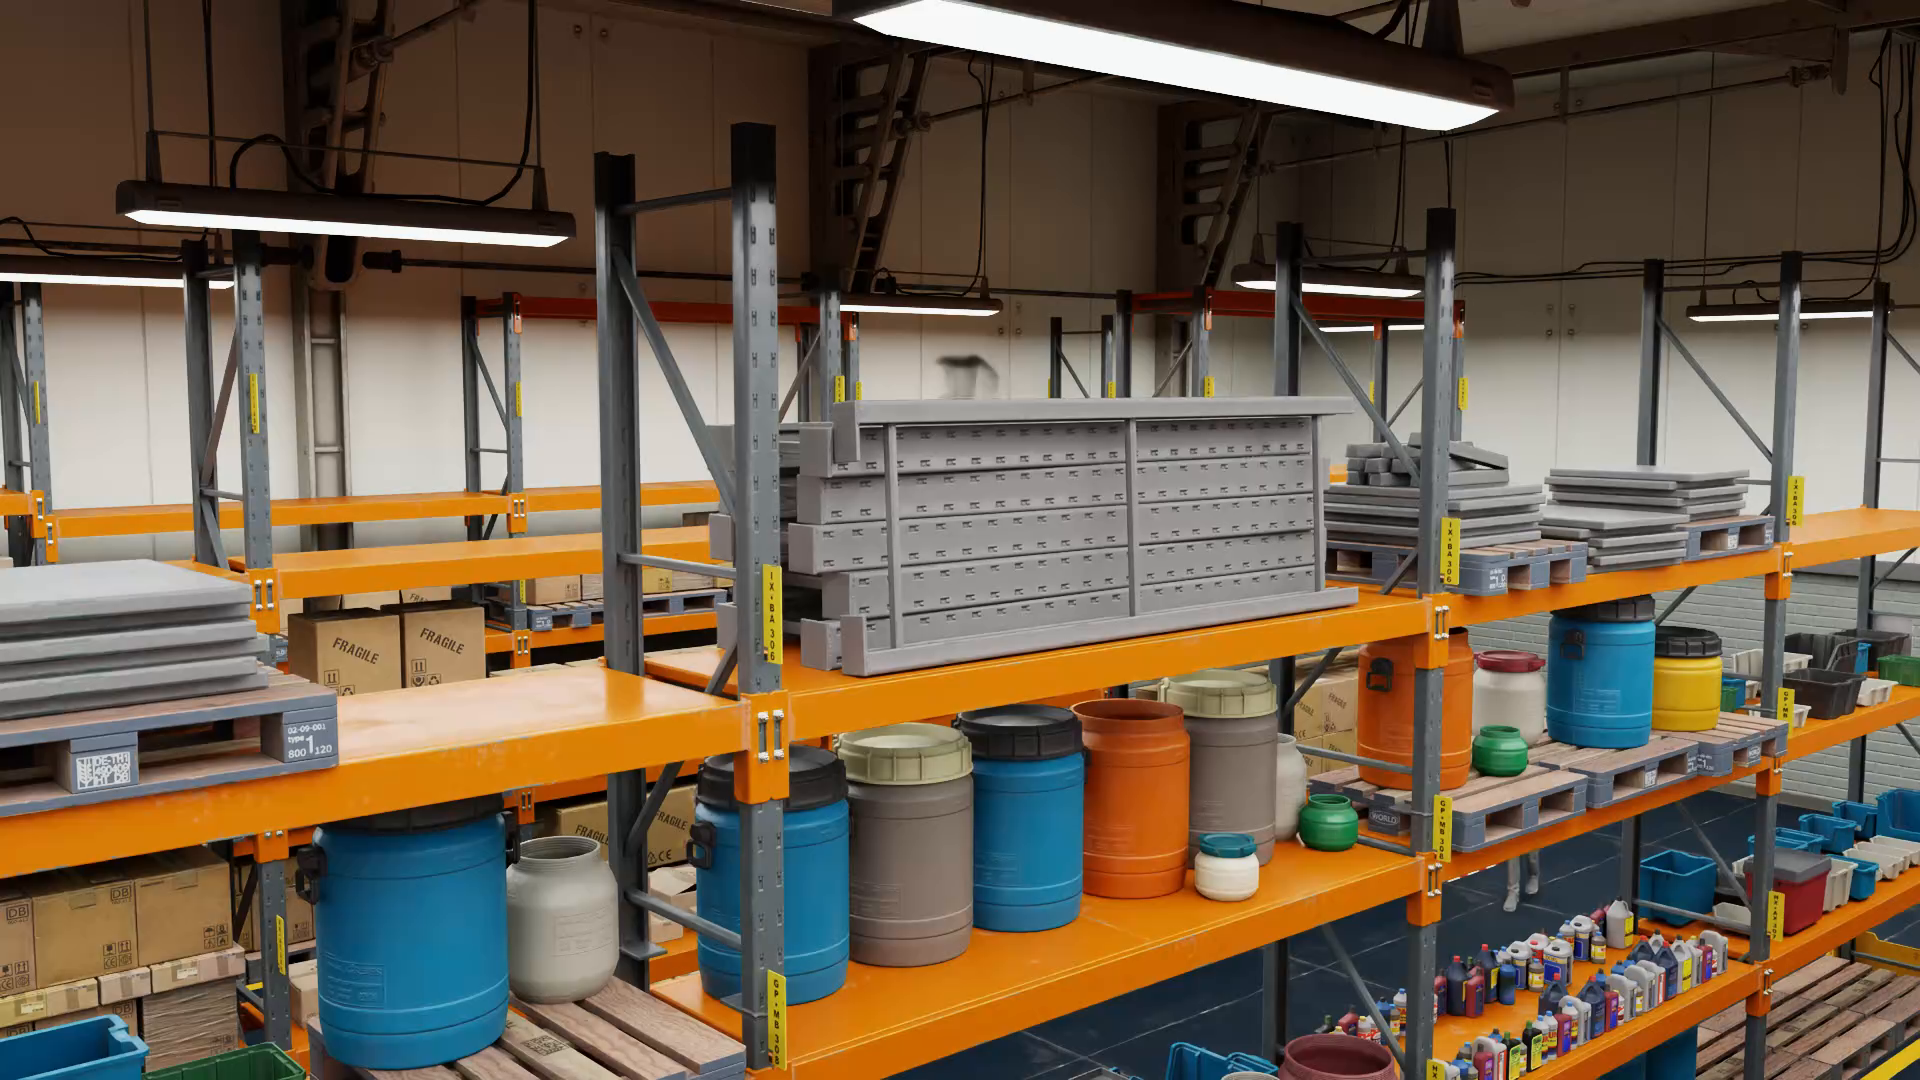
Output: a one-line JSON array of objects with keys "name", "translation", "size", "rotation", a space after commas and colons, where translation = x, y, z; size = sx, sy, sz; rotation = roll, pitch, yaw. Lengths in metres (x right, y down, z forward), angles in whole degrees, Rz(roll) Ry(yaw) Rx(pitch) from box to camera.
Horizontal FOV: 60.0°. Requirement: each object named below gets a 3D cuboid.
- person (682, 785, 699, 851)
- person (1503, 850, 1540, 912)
[{"name": "person", "translation": [-2.022, 2.947, 14.438], "size": [0.927, 1.752, 0.647], "rotation": [-5, 7, -40]}, {"name": "person", "translation": [5.576, 2.746, 16.456], "size": [0.610, 1.699, 0.846], "rotation": [3, 6, 27]}]
